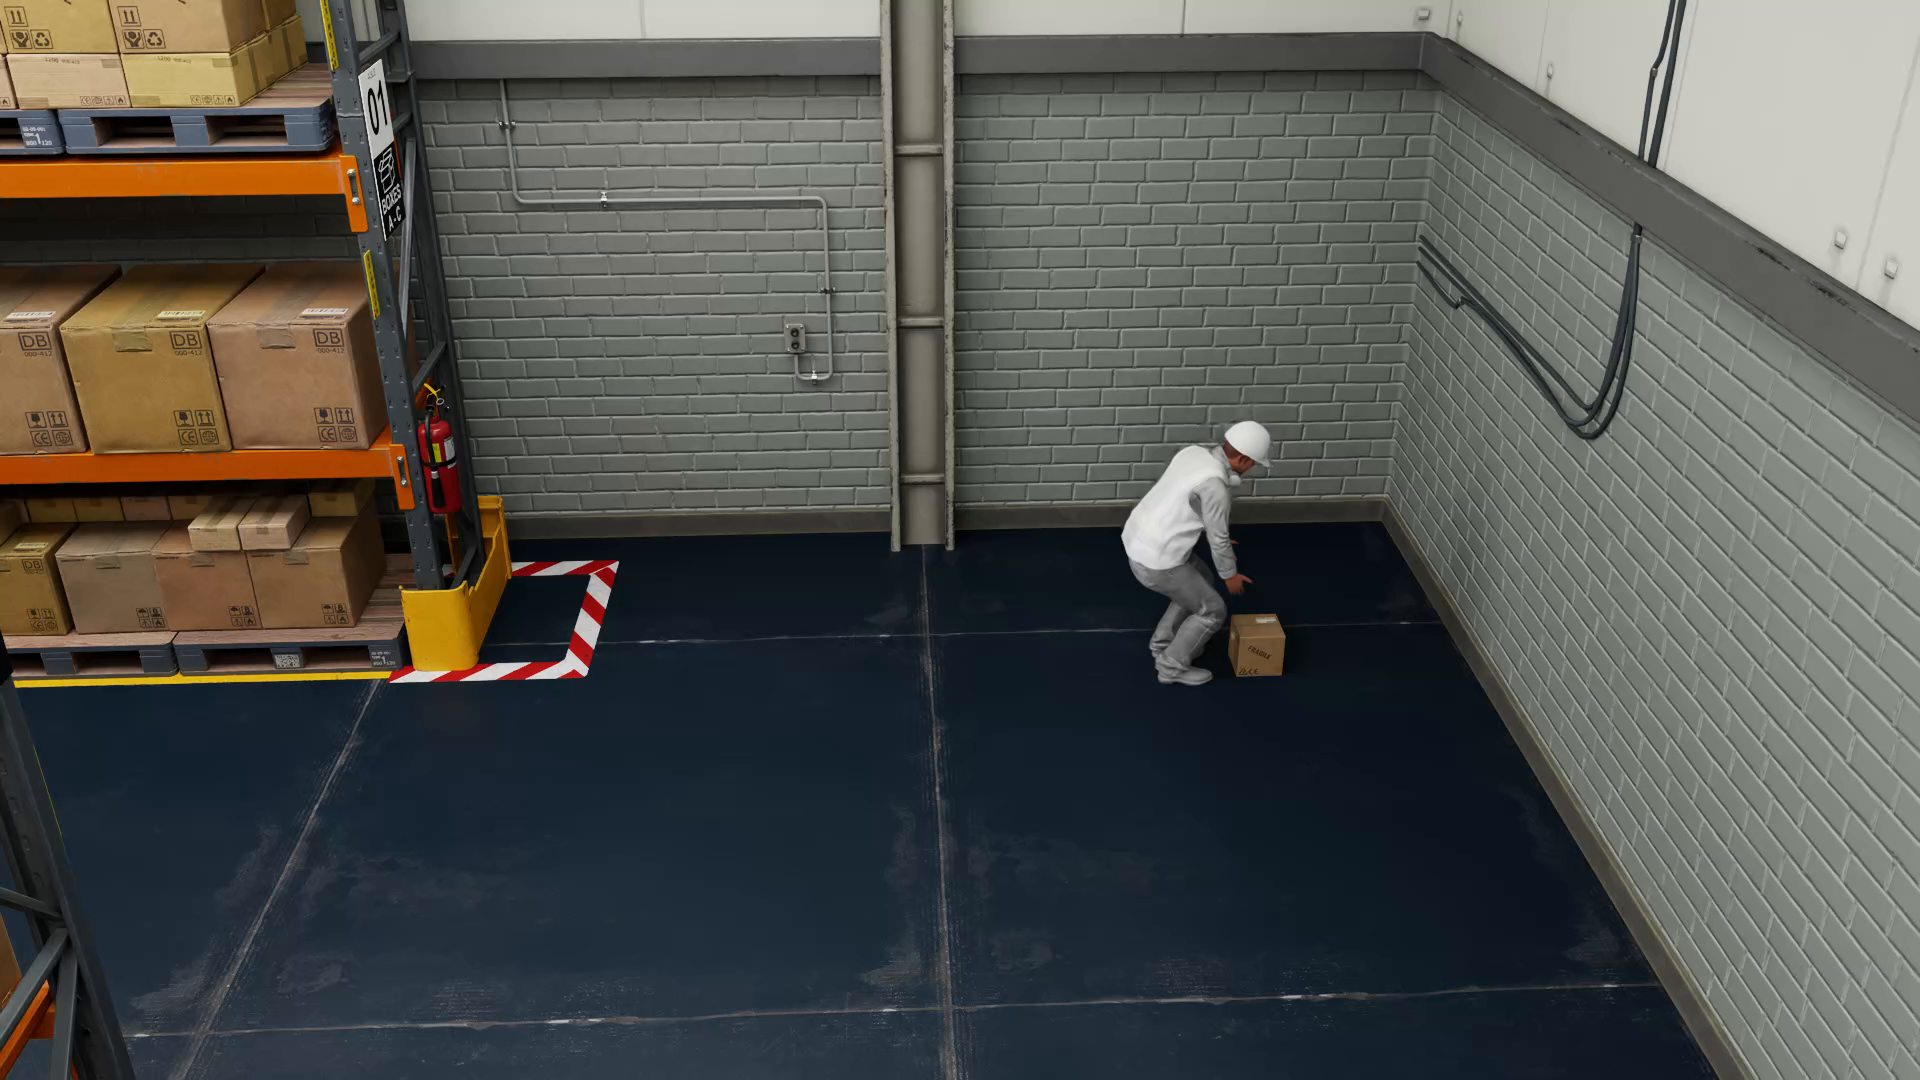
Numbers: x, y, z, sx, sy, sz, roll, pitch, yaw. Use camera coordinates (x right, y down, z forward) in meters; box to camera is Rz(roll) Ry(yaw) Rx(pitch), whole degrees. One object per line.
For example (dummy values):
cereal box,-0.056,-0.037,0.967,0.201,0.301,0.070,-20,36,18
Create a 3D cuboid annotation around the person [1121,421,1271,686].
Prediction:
person,1.238,0.044,8.864,0.753,1.449,0.591,-1,27,-2
